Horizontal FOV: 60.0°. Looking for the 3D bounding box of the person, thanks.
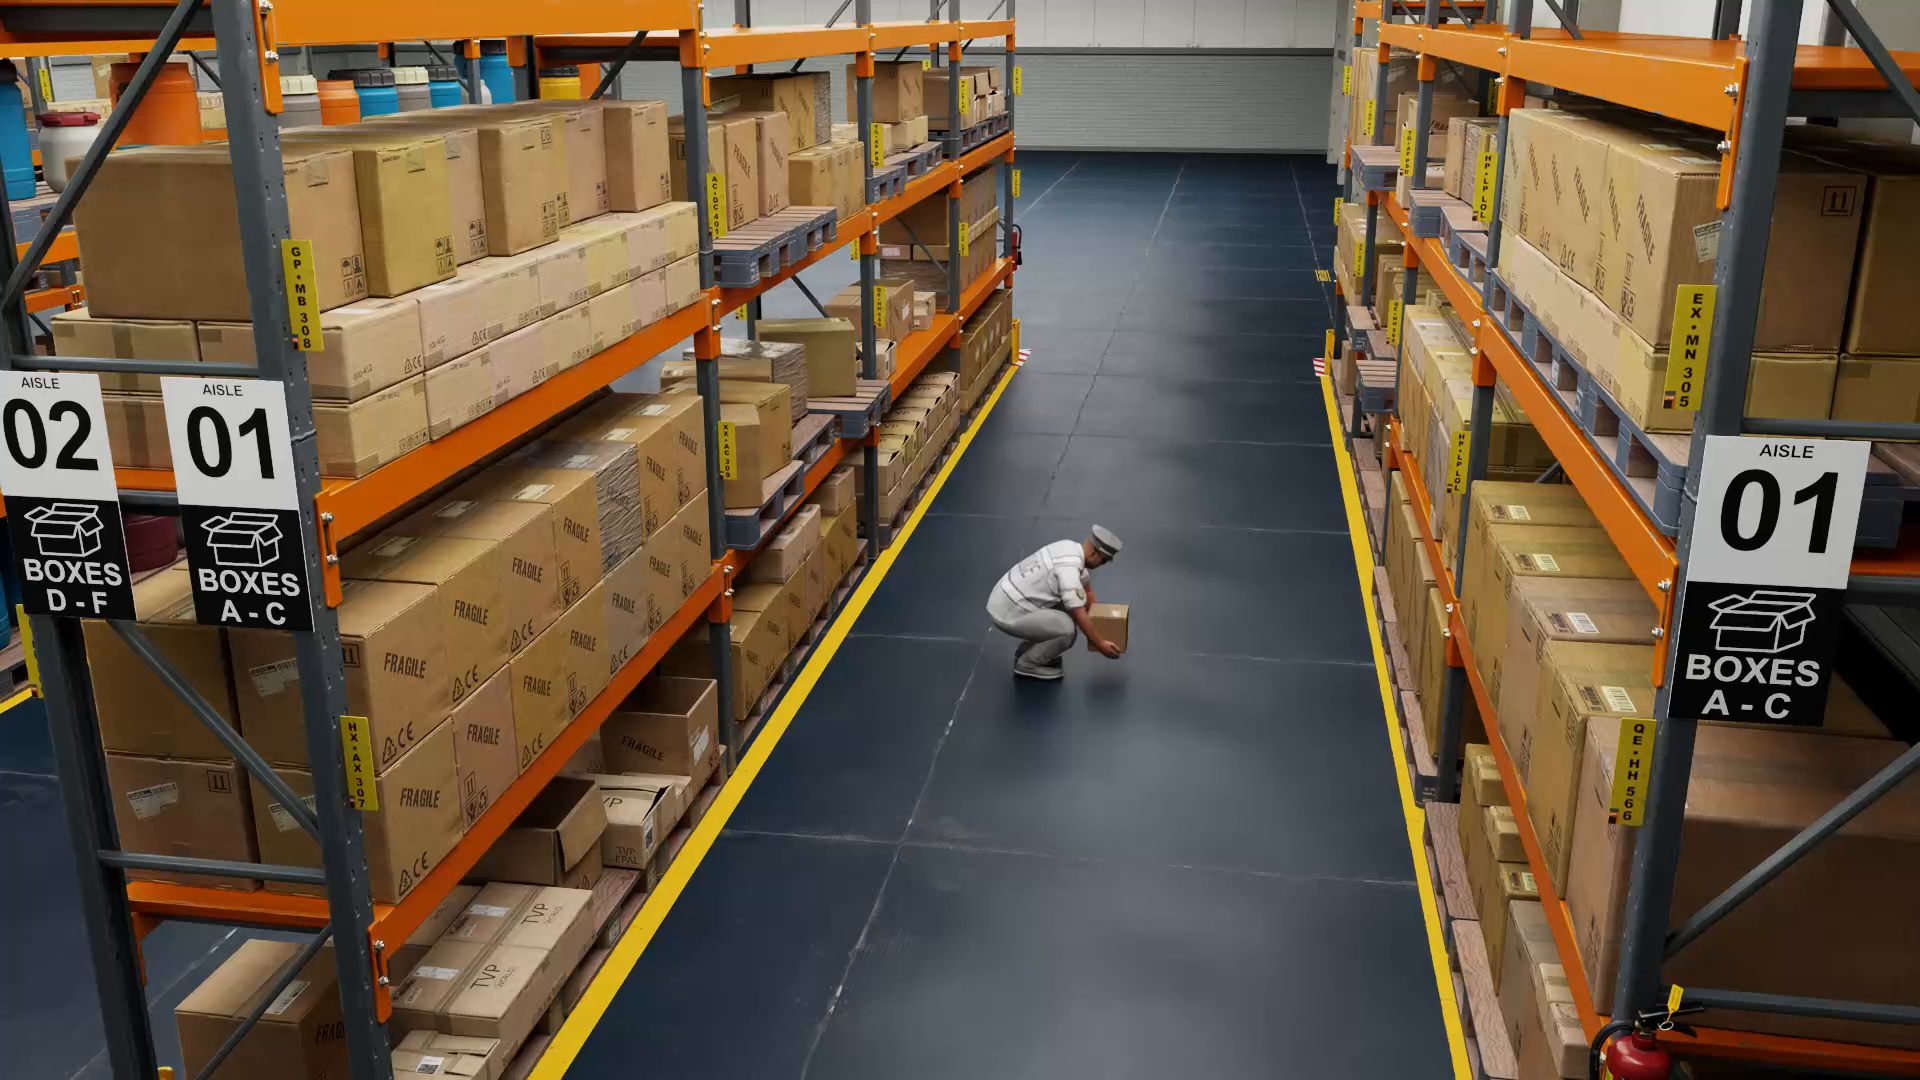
[{"bbox_3d":[0.634,0.397,11.041,0.899,1.008,0.558,3,18,9],"label":"person"}]
